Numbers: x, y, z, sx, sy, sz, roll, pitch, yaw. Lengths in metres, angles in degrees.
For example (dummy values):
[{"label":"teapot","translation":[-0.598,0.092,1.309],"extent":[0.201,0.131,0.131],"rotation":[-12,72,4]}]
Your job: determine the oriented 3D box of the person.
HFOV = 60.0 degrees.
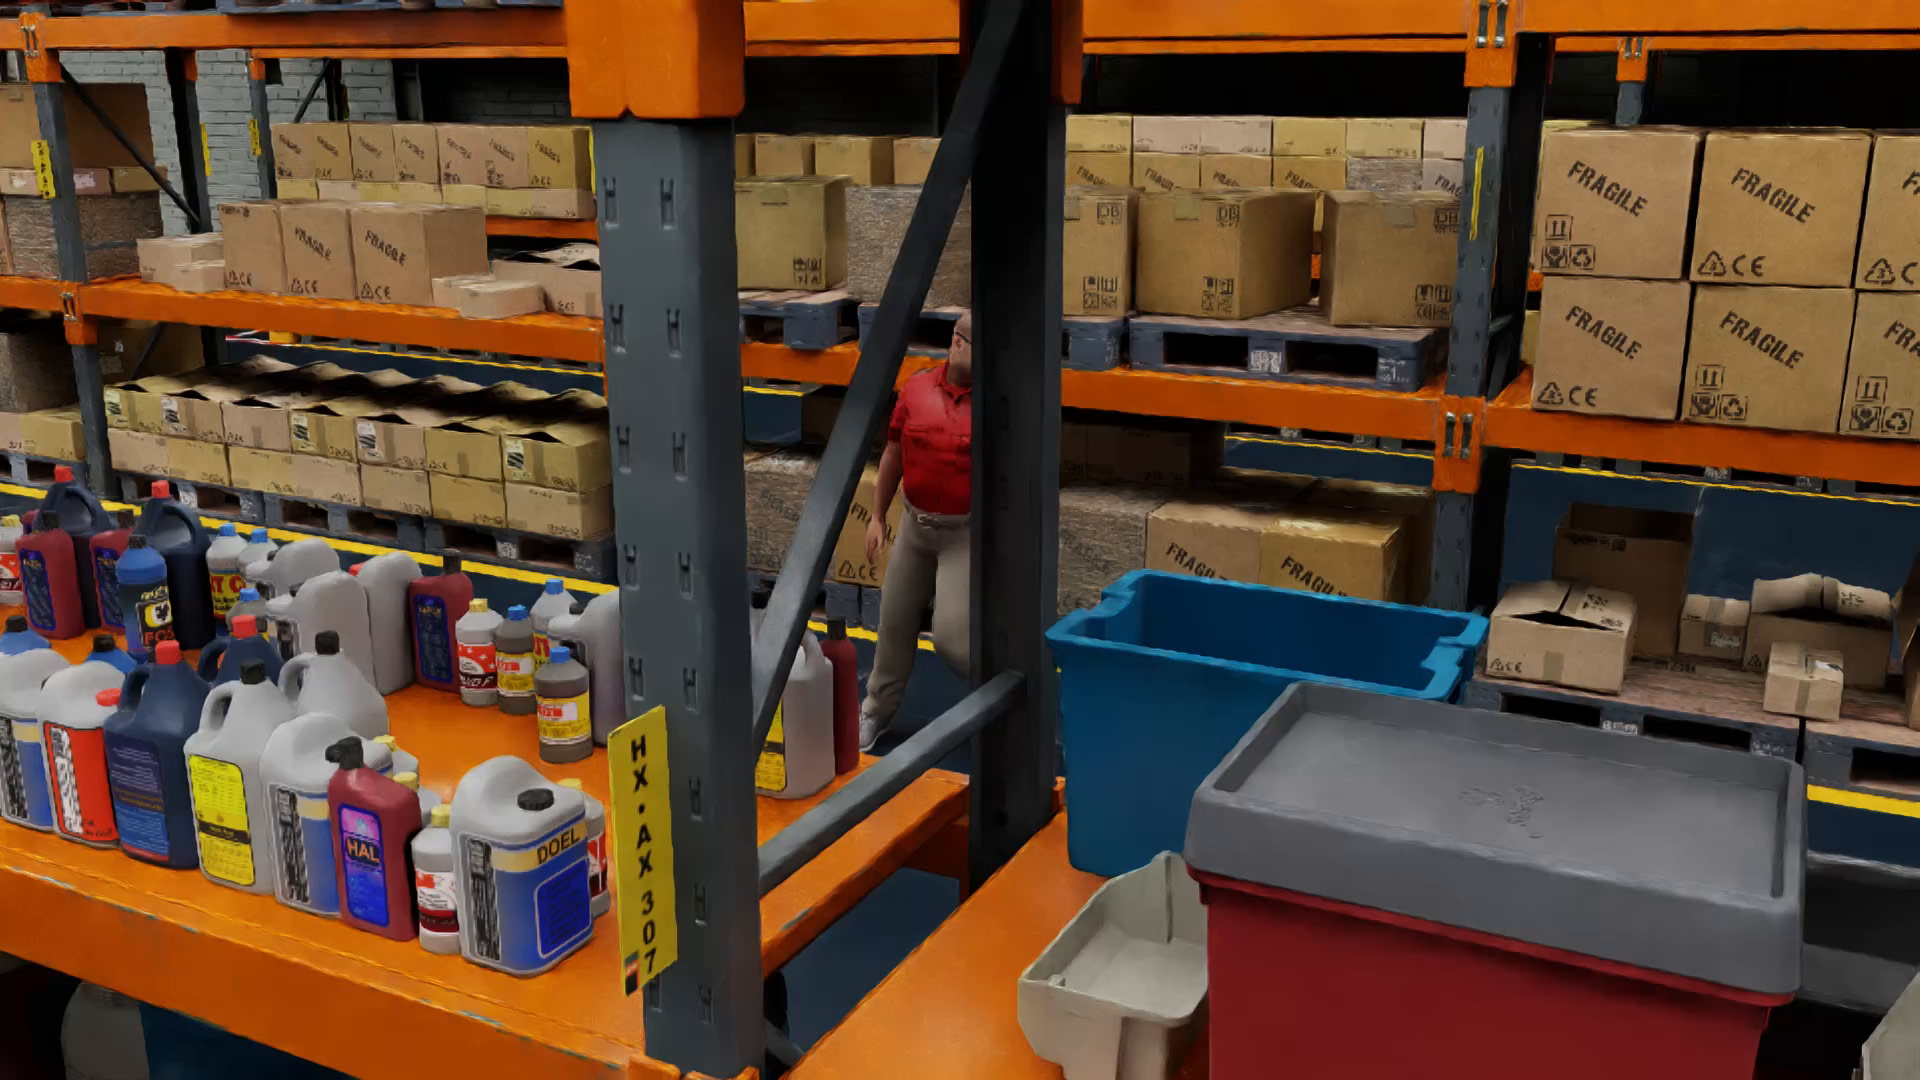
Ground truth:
[{"label":"person","translation":[-0.084,-0.016,6.172],"extent":[0.675,1.694,0.525],"rotation":[9,18,28]}]
